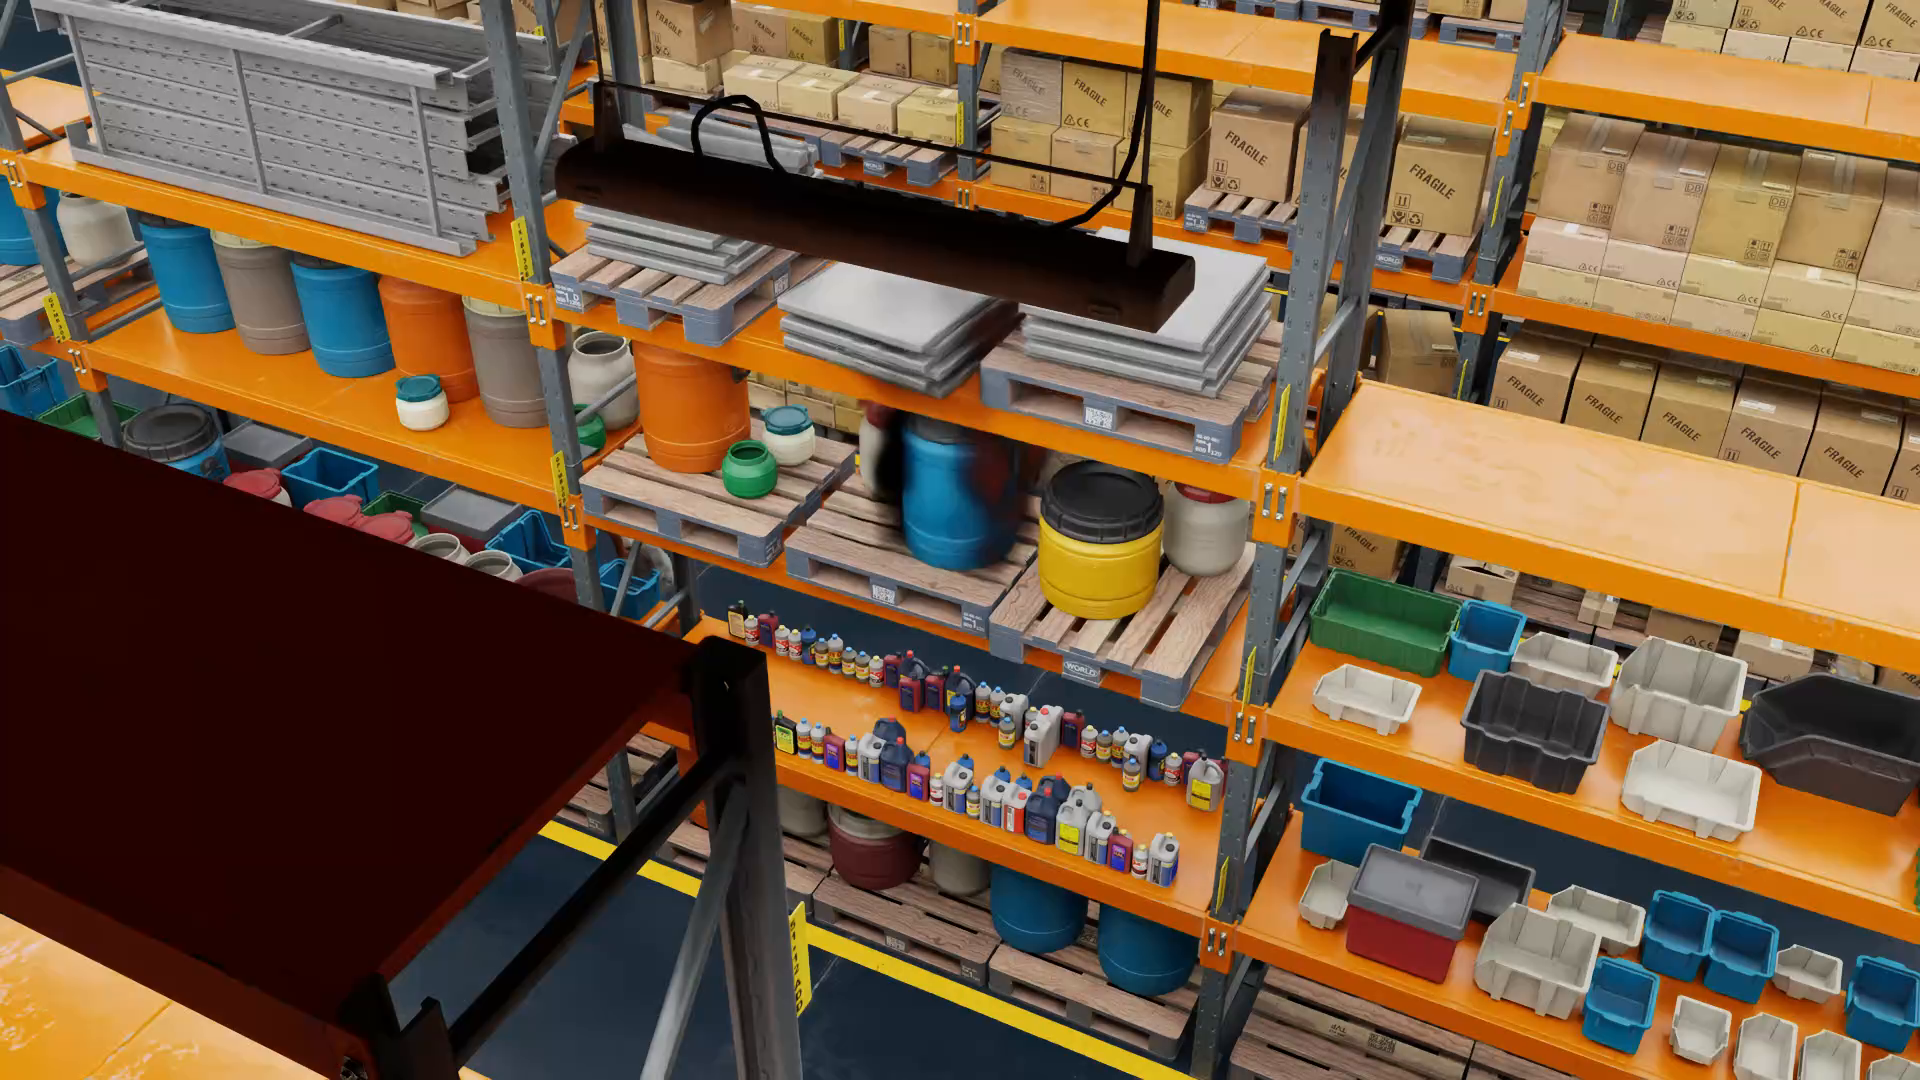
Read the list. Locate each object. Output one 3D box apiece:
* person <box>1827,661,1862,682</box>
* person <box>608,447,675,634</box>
[{"bbox_3d":[5.263,1.445,10.349,0.707,1.657,0.480,15,38,20],"label":"person"},{"bbox_3d":[-2.397,-0.048,12.426,0.527,1.806,0.549,-10,36,-13],"label":"person"}]
